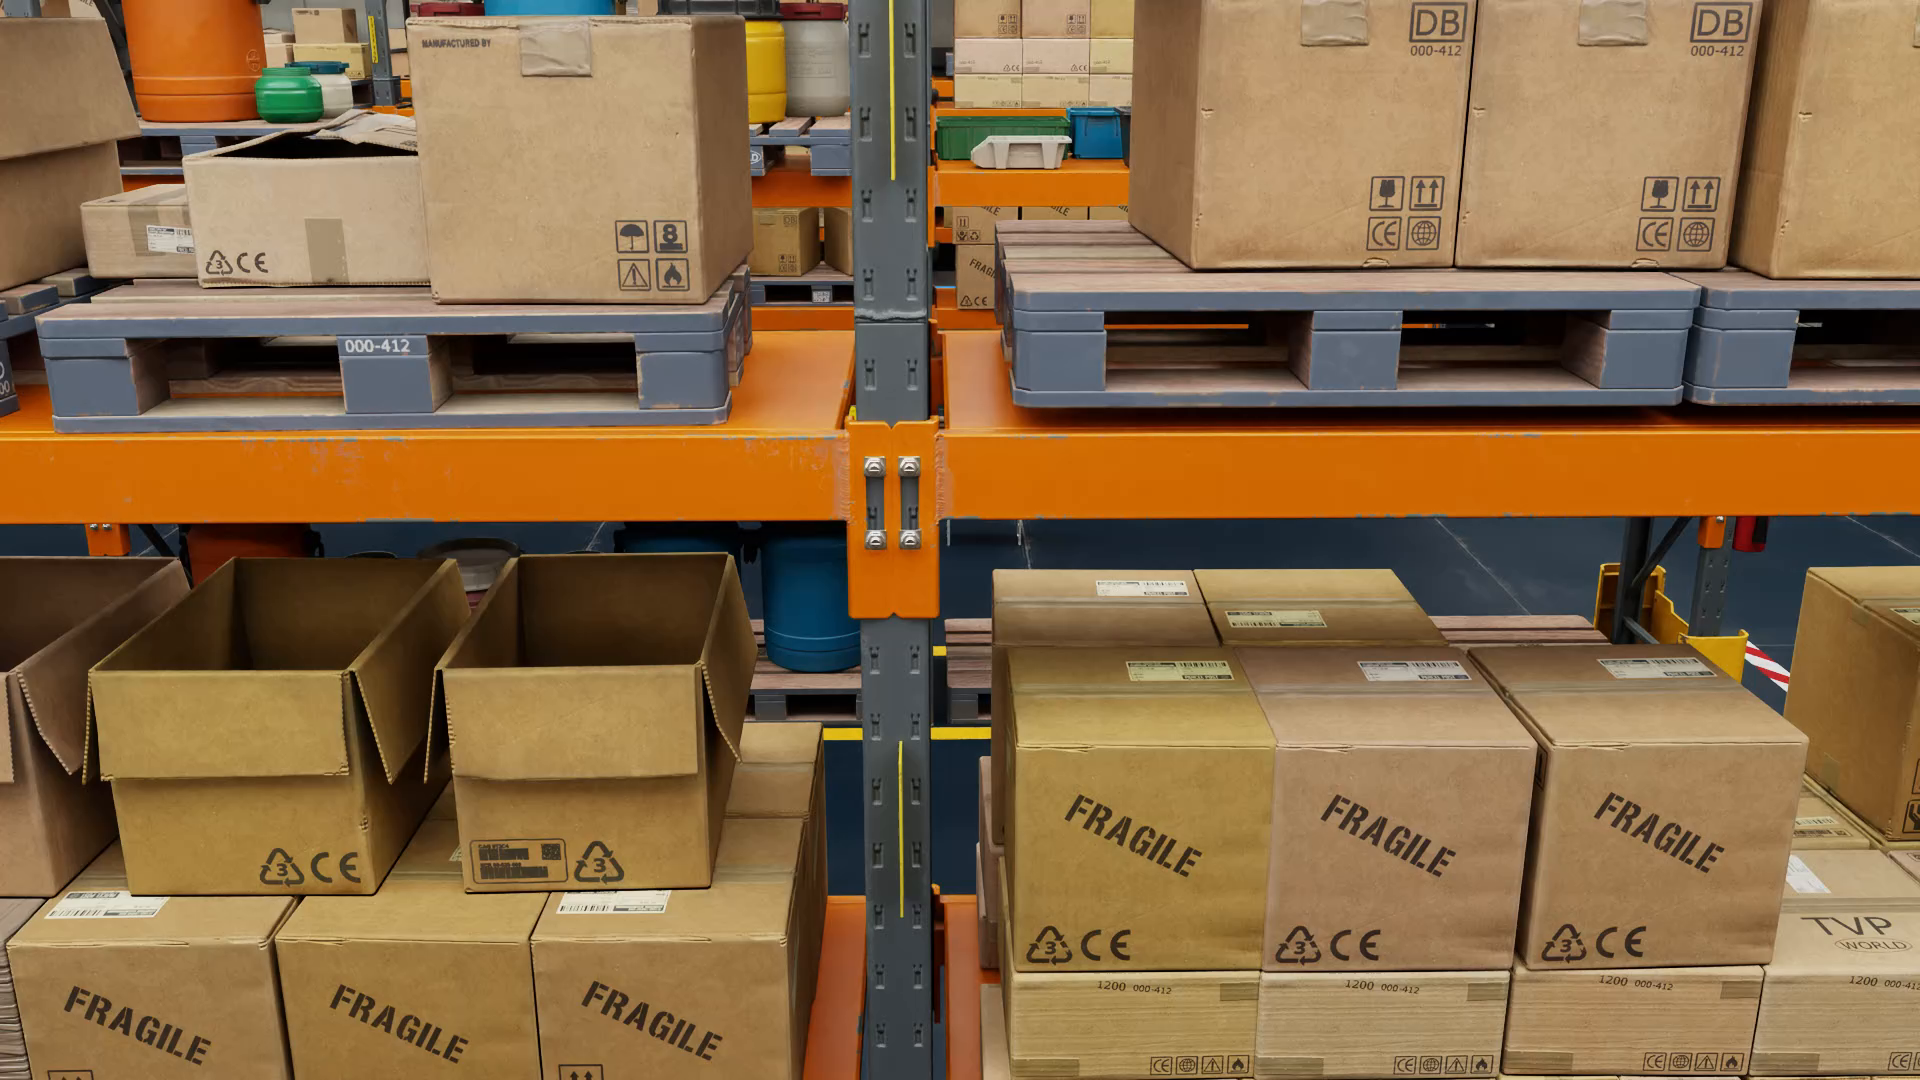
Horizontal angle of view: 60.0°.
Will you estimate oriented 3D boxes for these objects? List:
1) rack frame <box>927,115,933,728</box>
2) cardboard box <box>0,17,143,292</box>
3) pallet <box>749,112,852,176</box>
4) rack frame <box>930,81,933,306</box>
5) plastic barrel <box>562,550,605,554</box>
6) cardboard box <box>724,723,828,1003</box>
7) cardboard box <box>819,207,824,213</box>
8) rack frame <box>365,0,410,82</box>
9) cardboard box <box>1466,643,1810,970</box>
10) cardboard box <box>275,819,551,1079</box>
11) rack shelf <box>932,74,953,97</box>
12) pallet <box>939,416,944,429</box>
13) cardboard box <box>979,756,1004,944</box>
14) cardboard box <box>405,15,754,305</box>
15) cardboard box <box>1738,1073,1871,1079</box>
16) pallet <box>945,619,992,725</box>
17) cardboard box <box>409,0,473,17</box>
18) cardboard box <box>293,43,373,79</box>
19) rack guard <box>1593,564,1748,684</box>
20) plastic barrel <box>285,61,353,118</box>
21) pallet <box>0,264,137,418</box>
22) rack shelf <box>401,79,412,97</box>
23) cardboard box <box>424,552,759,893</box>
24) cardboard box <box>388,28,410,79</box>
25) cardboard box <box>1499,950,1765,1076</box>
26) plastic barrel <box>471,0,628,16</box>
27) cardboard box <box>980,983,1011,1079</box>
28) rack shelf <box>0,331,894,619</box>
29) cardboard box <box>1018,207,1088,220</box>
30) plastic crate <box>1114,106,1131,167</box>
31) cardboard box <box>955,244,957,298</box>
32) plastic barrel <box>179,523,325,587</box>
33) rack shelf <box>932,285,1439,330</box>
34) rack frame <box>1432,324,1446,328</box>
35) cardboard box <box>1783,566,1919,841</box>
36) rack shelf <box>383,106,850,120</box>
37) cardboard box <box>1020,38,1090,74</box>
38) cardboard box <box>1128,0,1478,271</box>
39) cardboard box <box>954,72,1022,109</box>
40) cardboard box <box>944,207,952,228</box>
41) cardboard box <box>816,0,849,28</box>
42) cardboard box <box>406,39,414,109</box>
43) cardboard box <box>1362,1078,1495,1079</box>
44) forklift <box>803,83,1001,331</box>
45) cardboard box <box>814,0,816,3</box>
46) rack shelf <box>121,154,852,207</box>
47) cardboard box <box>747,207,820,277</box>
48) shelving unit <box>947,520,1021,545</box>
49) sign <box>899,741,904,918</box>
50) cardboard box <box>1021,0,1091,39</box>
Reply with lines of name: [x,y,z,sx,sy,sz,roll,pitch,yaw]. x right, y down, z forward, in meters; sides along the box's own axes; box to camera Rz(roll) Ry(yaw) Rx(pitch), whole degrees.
rack frame: [-0.208,-0.615,8.555,0.127,3.000,1.000,0,18,-1]
cardboard box: [-2.087,-0.777,3.292,0.637,0.503,0.797,-1,18,-2]
pallet: [-0.990,-1.920,8.021,1.003,0.211,1.213,0,18,-1]
rack frame: [-0.282,-2.128,13.271,0.127,3.000,1.000,0,18,-1]
plastic barrel: [-2.026,0.346,8.945,0.421,0.512,0.421,0,18,0]
cardboard box: [-0.593,0.776,4.055,0.500,0.500,0.500,0,18,-1]
cardboard box: [-1.332,-3.755,17.660,0.500,0.500,0.500,0,18,0]
rack frame: [-4.282,-4.966,12.295,0.127,3.000,1.000,0,18,-1]
cardboard box: [1.366,0.542,3.478,0.500,0.500,0.500,-1,18,-3]
cardboard box: [-1.088,0.936,3.556,0.500,0.500,0.500,0,18,1]
rack shelf: [1.636,-4.737,17.669,4.000,0.370,1.077,0,18,-1]
pallet: [0.405,-0.803,13.707,1.213,0.211,1.003,0,18,-1]
cardboard box: [0.308,0.745,4.073,0.500,0.250,0.500,-1,18,-2]
cardboard box: [-0.709,-0.773,3.284,0.500,0.500,0.700,0,18,0]
cardboard box: [1.730,1.109,3.591,0.250,0.149,0.380,-1,18,-2]
pallet: [0.527,0.697,9.029,1.213,0.211,1.003,0,18,-1]
cardboard box: [-3.845,-4.061,12.585,0.500,0.500,0.500,0,18,-1]
cardboard box: [-4.734,-3.646,12.651,0.500,0.250,0.500,-2,18,-5]
rack guard: [3.816,0.552,9.010,0.348,0.500,1.175,0,18,-1]
plastic barrel: [-3.137,-2.208,8.149,0.301,0.262,0.301,0,18,0]
pallet: [-2.368,-0.447,3.430,1.213,0.211,1.003,1,18,2]
rack shelf: [-6.363,-4.698,17.549,4.000,0.370,1.077,0,18,-1]
cardboard box: [-0.768,0.378,3.654,0.637,0.503,0.797,-1,18,-2]
cardboard box: [-5.661,-5.131,17.519,0.637,0.503,0.797,2,18,7]
cardboard box: [1.360,0.900,3.591,0.500,0.250,0.500,0,18,1]
plastic barrel: [-1.912,-2.427,7.785,0.708,0.901,0.600,0,18,-1]
cardboard box: [0.172,1.117,3.566,0.250,0.149,0.380,0,18,-1]
rack shelf: [-2.129,-0.179,3.461,4.000,0.370,1.077,0,18,-1]
cardboard box: [0.709,-2.571,12.851,0.500,0.500,0.500,-1,18,-3]
plastic crate: [1.039,-1.904,7.875,0.590,0.269,0.497,0,18,-1]
cardboard box: [0.214,-2.257,13.508,0.500,0.500,0.500,0,18,0]
plastic barrel: [-3.718,0.230,8.786,0.708,0.830,0.600,0,18,-1]
rack shelf: [1.718,-1.795,13.411,4.000,0.370,1.077,0,18,-1]
rack frame: [3.717,-2.148,13.331,0.127,3.000,1.000,0,18,-1]
cardboard box: [2.368,0.377,3.991,0.500,0.500,0.500,-1,18,-2]
rack shelf: [-2.282,-3.204,12.893,4.000,0.370,1.077,0,18,-1]
cardboard box: [0.708,-3.653,12.540,0.500,0.250,0.500,0,18,-1]
cardboard box: [0.652,-0.848,3.356,0.500,0.500,0.700,-1,18,-4]
cardboard box: [0.208,-3.412,12.608,0.500,0.250,0.500,0,18,-1]
cardboard box: [0.179,-3.782,17.934,0.700,0.700,0.980,0,18,0]
cardboard box: [-0.787,-3.872,12.781,0.600,0.600,0.600,-2,18,-6]
cardboard box: [-3.846,-3.597,12.776,0.500,0.500,0.910,0,18,-1]
cardboard box: [0.960,1.113,3.580,0.250,0.149,0.380,-1,18,-2]
forklift: [-1.029,-2.856,15.654,3.031,2.935,1.130,0,18,1]
cardboard box: [-1.246,-5.719,17.444,0.500,0.250,0.500,1,18,3]
rack shelf: [-2.207,-1.691,8.177,4.000,0.370,1.077,0,18,-1]
cardboard box: [-1.446,-2.419,13.327,0.500,0.500,0.700,3,18,8]
shelving unit: [0.166,-0.572,11.367,0.503,1.200,0.258,0,18,-1]
sign: [-0.111,0.549,3.158,0.005,0.325,0.100,0,18,-1]
cardboard box: [0.706,-4.053,12.561,0.500,0.500,0.700,0,18,-1]
